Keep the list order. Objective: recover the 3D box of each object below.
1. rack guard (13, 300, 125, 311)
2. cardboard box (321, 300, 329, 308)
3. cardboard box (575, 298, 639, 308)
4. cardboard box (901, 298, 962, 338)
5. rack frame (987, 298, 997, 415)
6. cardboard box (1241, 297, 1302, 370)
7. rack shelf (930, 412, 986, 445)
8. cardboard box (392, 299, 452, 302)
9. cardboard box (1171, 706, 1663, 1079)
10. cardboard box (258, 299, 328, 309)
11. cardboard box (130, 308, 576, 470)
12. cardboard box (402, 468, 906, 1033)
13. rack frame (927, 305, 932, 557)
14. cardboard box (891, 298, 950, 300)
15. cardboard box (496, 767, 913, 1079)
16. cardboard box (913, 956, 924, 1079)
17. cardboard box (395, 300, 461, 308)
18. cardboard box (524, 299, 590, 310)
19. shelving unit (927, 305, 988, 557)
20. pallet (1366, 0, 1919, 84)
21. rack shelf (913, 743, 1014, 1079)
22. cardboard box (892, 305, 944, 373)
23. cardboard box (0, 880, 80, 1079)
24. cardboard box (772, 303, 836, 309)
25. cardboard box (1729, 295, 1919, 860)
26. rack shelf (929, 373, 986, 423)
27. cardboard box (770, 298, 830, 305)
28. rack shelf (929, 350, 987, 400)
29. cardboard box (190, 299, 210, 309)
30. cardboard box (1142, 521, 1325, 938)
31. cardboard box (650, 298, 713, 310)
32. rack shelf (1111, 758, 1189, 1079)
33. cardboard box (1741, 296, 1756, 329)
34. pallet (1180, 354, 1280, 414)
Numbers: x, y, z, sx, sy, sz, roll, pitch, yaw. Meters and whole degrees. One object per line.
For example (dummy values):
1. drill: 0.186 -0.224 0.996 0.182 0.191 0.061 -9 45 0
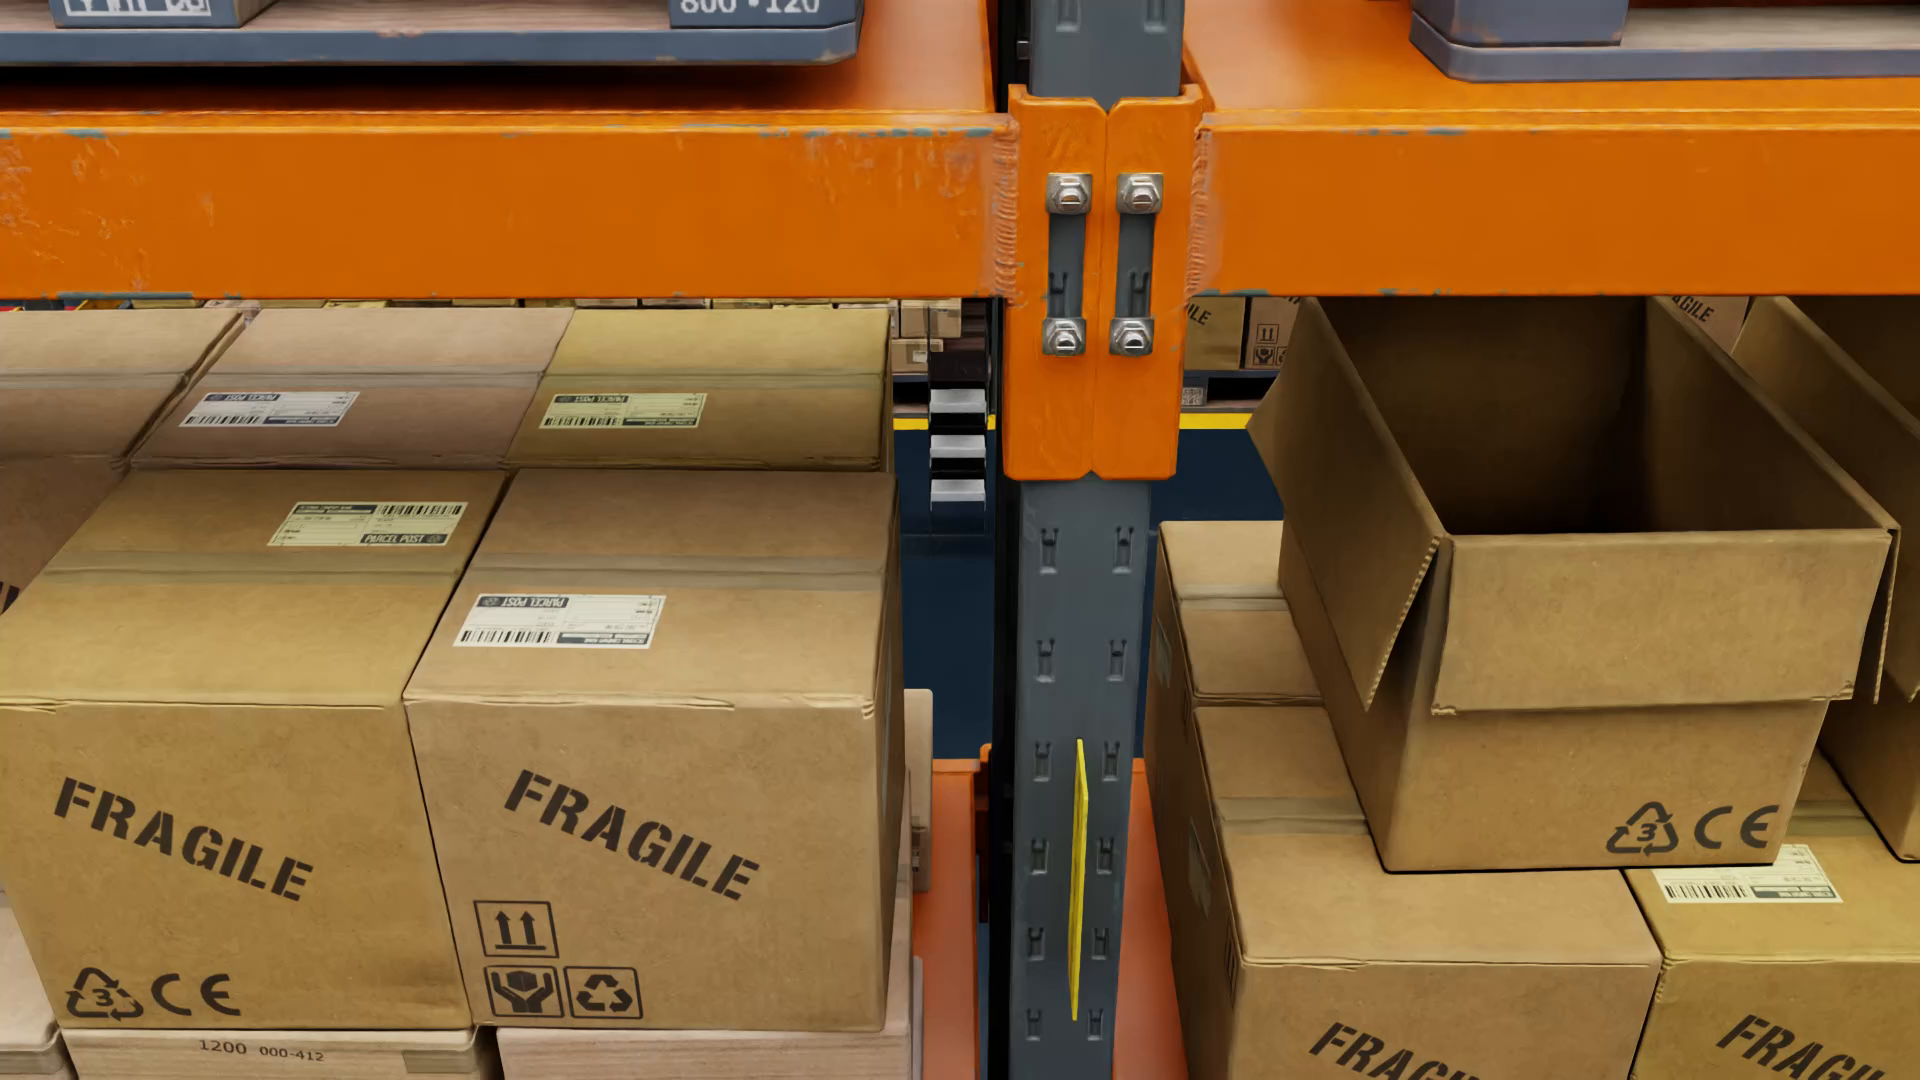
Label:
1. rack guard: -3.729 -0.999 7.415 0.348 0.500 1.175 0 31 0
2. cardboard box: -2.761 -1.042 7.133 0.250 0.149 0.380 0 31 0
3. cardboard box: -1.463 -1.117 6.969 0.250 0.149 0.380 -1 31 -2
4. cardboard box: -0.118 -1.002 7.067 0.250 0.149 0.380 0 31 1
5. rack frame: 0.195 -2.080 6.787 0.127 3.000 1.000 0 31 0
6. cardboard box: 1.464 -1.058 7.108 0.500 0.500 0.500 1 31 2
7. rack shelf: -0.008 -0.433 5.987 0.200 0.077 0.258 0 31 0
8. cardboard box: -2.227 -1.145 7.016 0.250 0.149 0.380 1 31 2
9. cardboard box: 0.585 0.578 2.309 0.500 0.500 0.500 0 31 0
10. cardboard box: -2.752 -1.106 6.951 0.250 0.149 0.380 0 31 0
11. cardboard box: -0.849 -0.024 2.533 0.500 0.500 0.500 0 31 0
12. cardboard box: -0.334 0.249 2.082 0.500 0.500 0.500 1 31 1
13. rack frame: -0.110 -0.384 6.016 0.006 0.900 0.240 0 31 0
14. cardboard box: -0.159 -1.159 7.039 0.250 0.149 0.380 1 31 1
15. cardboard box: -0.316 0.567 2.281 0.500 0.250 0.500 -1 31 -1
16. cardboard box: -0.179 0.771 2.329 0.250 0.149 0.380 0 31 0
17. cardboard box: -2.239 -1.037 7.124 0.250 0.149 0.380 -2 31 -3
18. cardboard box: -1.698 -1.055 7.154 0.250 0.149 0.380 1 31 2
19. shelving unit: -0.008 -0.385 6.017 0.210 0.900 0.258 0 31 0
20. pallet: 1.040 -0.736 1.864 1.217 0.209 0.805 -1 31 -2
21. rack shelf: -1.876 0.807 2.722 4.000 0.370 1.077 0 31 0
22. cardboard box: -0.195 -0.863 7.124 0.250 0.149 0.380 0 31 0
23. cardboard box: -1.344 0.572 2.273 0.500 0.250 0.500 0 31 1
24. cardboard box: -0.657 -0.985 7.038 0.250 0.149 0.380 -1 31 -2
25. cardboard box: 1.449 0.019 2.264 0.637 0.503 0.797 0 31 0
26. rack shelf: -0.008 -0.510 5.940 0.200 0.077 0.258 0 31 0
27. cardboard box: -0.664 -1.133 6.996 0.250 0.149 0.380 0 31 -1
28. rack shelf: -0.008 -0.587 5.894 0.200 0.077 0.258 0 31 0
29. cardboard box: -3.280 -1.024 7.103 0.250 0.149 0.380 1 31 2
30. cardboard box: 0.590 0.307 2.756 0.500 0.500 0.500 0 31 0
31. cardboard box: -1.163 -1.024 7.103 0.250 0.149 0.380 1 31 1
32. rack shelf: 2.124 0.794 2.743 4.000 0.370 1.077 0 31 0
33. cardboard box: 3.538 -1.066 7.120 0.500 0.500 0.500 0 31 -1
34. pallet: 0.973 -0.891 7.515 1.213 0.211 1.003 0 31 0
